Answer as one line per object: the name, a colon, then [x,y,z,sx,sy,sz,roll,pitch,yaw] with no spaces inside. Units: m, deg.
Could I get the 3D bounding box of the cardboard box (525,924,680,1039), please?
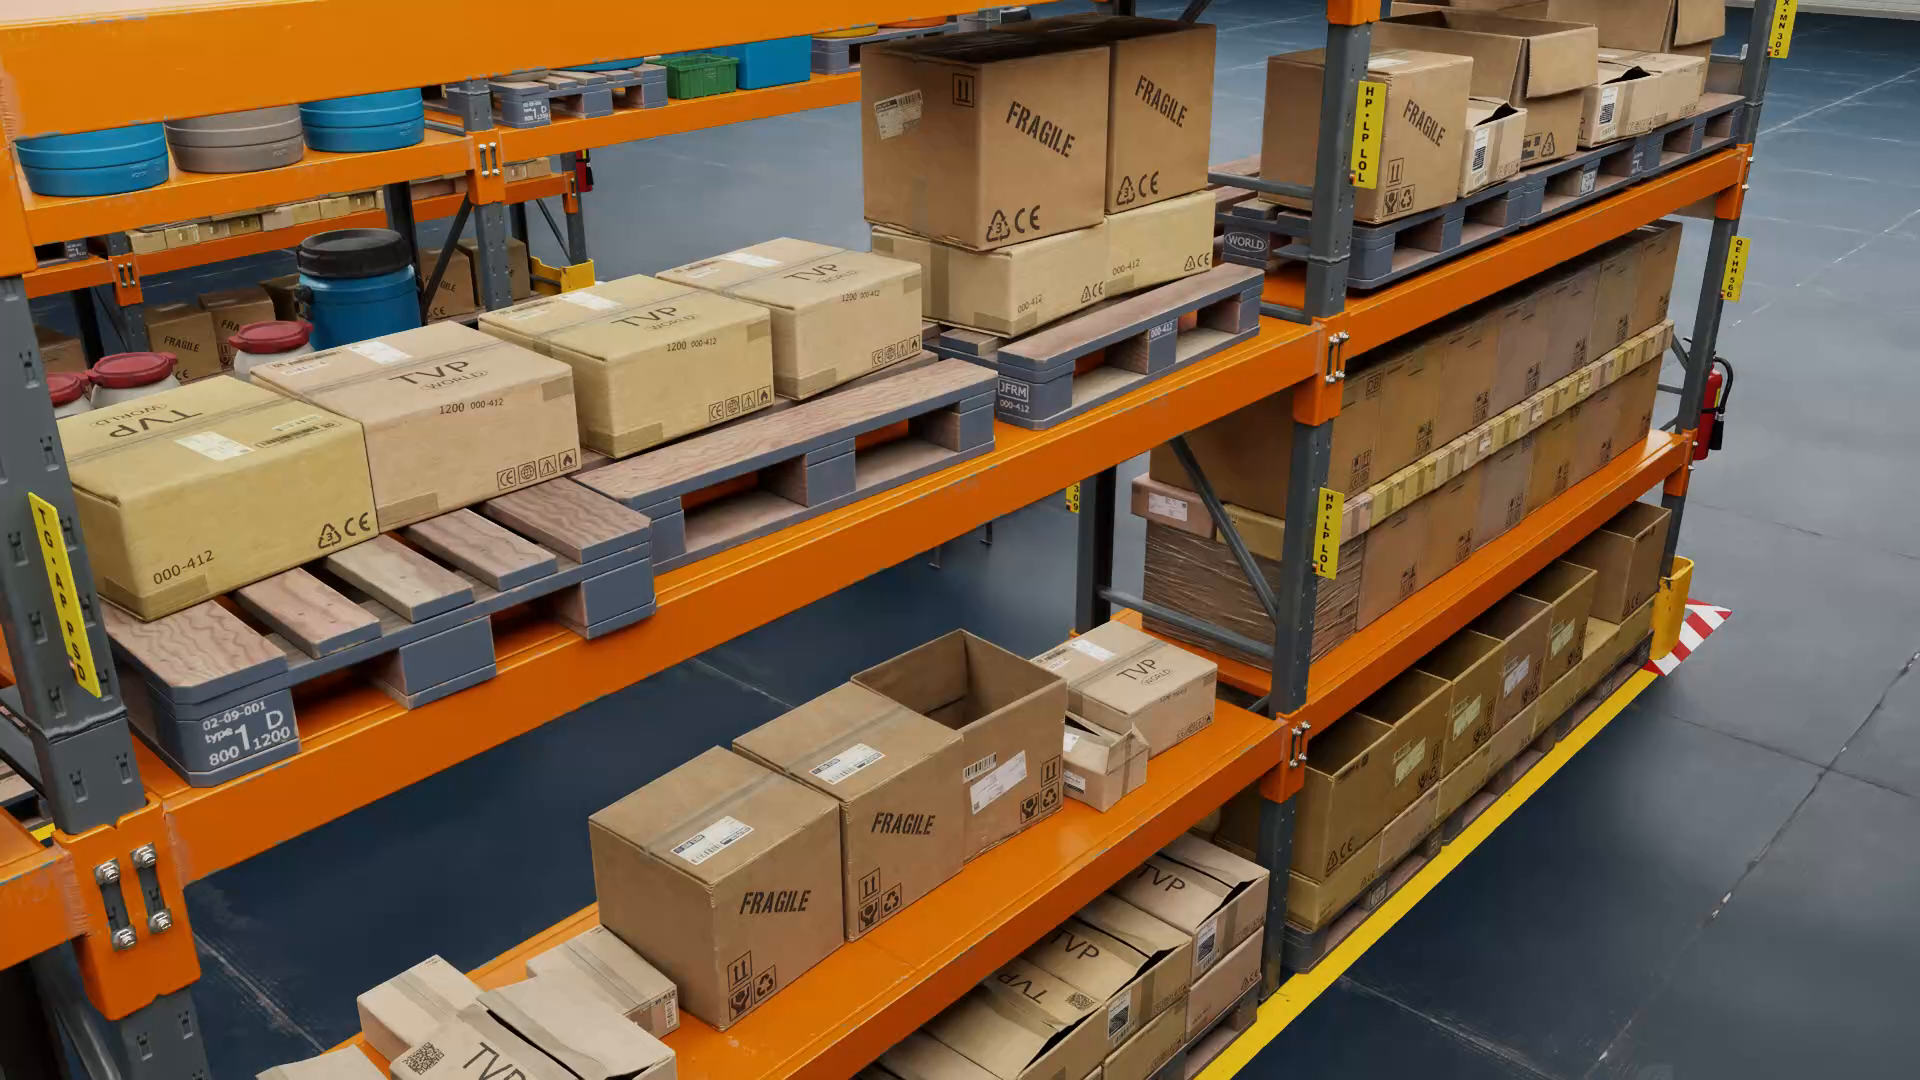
cardboard box: [-0.988,1.255,4.593,0.250,0.149,0.380,-21,32,-39]

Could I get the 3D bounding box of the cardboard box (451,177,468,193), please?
cardboard box: [-4.343,-3.104,14.313,0.380,0.149,0.250,20,31,38]

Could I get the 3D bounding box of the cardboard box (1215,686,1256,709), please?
cardboard box: [1.362,0.696,7.462,0.500,0.500,0.500,20,31,38]

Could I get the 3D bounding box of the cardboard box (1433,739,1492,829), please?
cardboard box: [2.083,1.028,7.639,0.500,0.250,0.500,20,31,38]

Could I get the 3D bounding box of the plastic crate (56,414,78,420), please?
plastic crate: [-4.177,-0.248,7.558,0.402,0.464,0.583,20,31,38]

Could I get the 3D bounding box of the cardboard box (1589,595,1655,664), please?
cardboard box: [3.404,0.414,9.009,0.500,0.250,0.500,20,31,38]

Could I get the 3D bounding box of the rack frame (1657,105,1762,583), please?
rack frame: [3.542,-0.894,9.076,1.000,3.000,0.127,20,31,38]

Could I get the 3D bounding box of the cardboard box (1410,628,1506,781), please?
cardboard box: [2.083,0.686,7.486,0.500,0.500,0.500,20,31,38]

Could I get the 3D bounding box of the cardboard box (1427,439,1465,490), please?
cardboard box: [1.877,-0.357,6.965,0.380,0.149,0.250,19,30,36]

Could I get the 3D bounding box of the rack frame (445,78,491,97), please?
rack frame: [-2.814,-3.766,8.150,1.000,3.000,0.127,20,31,38]

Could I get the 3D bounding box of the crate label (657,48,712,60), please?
crate label: [-1.639,-3.068,10.442,0.502,0.251,0.408,20,31,38]

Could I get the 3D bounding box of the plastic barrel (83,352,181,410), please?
plastic barrel: [-4.105,-0.635,8.335,0.433,0.535,0.433,0,24,0]

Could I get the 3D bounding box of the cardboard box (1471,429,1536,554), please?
cardboard box: [2.190,-0.328,7.693,0.700,0.500,0.500,21,32,39]

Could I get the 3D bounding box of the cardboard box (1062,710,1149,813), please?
cardboard box: [0.423,0.705,5.677,0.396,0.266,0.258,19,31,36]

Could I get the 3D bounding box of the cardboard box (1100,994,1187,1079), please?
cardboard box: [0.473,1.747,6.034,0.500,0.250,0.500,20,31,37]

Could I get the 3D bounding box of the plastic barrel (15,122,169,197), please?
plastic barrel: [-3.864,-2.013,7.295,0.600,0.901,0.708,20,31,38]

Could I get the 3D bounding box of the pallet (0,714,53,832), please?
pallet: [-4.937,1.237,7.733,1.003,0.211,1.213,20,31,38]

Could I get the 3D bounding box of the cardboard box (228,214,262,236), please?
cardboard box: [-5.652,-2.485,12.932,0.380,0.149,0.250,20,31,38]

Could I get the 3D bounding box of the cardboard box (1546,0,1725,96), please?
cardboard box: [3.156,-2.391,7.939,0.637,0.503,0.797,-22,32,-39]

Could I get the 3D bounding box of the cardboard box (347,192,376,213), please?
cardboard box: [-5.010,-2.799,13.633,0.380,0.149,0.250,20,31,38]

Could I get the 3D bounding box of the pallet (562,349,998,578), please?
pallet: [-0.666,-0.311,4.343,1.003,0.211,1.213,22,32,40]

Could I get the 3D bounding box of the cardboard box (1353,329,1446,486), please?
cardboard box: [1.500,-0.604,6.722,0.700,0.500,0.500,20,31,37]

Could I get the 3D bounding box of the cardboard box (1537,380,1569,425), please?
cardboard box: [2.566,-0.672,7.667,0.380,0.149,0.250,21,32,39]

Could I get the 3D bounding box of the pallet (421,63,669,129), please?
pallet: [-2.405,-2.558,9.352,1.213,0.211,1.003,20,31,38]

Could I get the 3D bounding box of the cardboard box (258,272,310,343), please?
cardboard box: [-5.473,-1.930,13.930,0.500,0.500,0.500,17,29,33]

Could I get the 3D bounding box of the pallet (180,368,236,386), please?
pallet: [-6.080,-1.323,13.442,1.003,0.211,1.213,20,31,38]

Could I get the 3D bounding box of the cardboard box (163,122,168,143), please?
cardboard box: [-6.012,-3.086,12.259,0.500,0.500,0.500,20,31,38]

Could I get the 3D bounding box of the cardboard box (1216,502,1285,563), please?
cardboard box: [1.196,-0.045,6.270,0.380,0.149,0.250,20,31,37]

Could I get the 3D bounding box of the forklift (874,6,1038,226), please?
forklift: [-0.092,-2.748,13.296,1.130,2.935,3.031,-20,31,-38]

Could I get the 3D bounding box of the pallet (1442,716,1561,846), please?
pallet: [2.249,0.993,8.277,1.003,0.211,1.213,20,31,38]

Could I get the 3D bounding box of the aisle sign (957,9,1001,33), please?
aisle sign: [0.125,-3.374,11.432,0.394,0.787,0.004,20,31,38]

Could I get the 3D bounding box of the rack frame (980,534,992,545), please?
rack frame: [0.052,-0.982,10.374,0.400,2.100,0.015,20,31,38]

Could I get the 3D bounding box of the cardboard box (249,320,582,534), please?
cardboard box: [-1.200,-0.266,3.681,0.500,0.250,0.500,21,32,39]

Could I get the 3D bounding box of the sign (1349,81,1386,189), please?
sign: [1.283,-1.278,5.251,0.100,0.325,0.005,20,31,38]

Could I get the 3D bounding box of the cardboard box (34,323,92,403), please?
cardboard box: [-6.928,-1.260,12.411,0.700,0.500,0.500,17,29,34]

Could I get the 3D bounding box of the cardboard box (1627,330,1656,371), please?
cardboard box: [3.255,-0.987,8.369,0.380,0.149,0.250,21,32,39]

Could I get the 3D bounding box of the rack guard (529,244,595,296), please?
rack guard: [-3.883,-2.436,15.572,1.175,0.500,0.348,20,31,38]

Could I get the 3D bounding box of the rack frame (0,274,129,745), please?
rack frame: [-1.797,-1.194,2.413,1.000,3.000,0.127,20,31,38]

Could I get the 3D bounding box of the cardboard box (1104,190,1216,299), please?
cardboard box: [0.454,-0.982,5.277,0.500,0.250,0.500,-20,31,-38]

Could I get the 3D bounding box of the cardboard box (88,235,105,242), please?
cardboard box: [-6.577,-2.412,12.770,0.380,0.149,0.250,20,31,38]

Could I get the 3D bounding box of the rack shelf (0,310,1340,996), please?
rack shelf: [-0.462,-0.106,4.533,1.077,0.370,4.000,20,31,38]

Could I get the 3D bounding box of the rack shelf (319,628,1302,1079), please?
rack shelf: [-0.462,1.263,5.147,1.077,0.370,4.000,20,31,38]

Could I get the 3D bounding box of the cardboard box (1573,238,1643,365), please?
cardboard box: [2.839,-1.215,8.085,0.700,0.500,0.500,19,30,36]

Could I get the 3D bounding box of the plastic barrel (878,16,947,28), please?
plastic barrel: [-0.374,-3.821,10.900,0.600,0.830,0.708,20,31,38]

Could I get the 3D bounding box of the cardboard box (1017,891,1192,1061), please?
cardboard box: [0.473,1.494,5.913,0.500,0.311,0.500,21,32,39]

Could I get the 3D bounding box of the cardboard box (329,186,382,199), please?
cardboard box: [-5.173,-3.146,13.615,0.875,0.500,0.500,20,31,38]

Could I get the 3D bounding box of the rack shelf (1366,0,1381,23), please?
rack shelf: [2.207,-2.511,6.719,1.077,0.370,4.000,20,31,38]

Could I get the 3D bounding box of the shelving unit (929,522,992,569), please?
shelving unit: [-0.110,-0.908,10.208,0.431,2.100,0.503,20,31,38]

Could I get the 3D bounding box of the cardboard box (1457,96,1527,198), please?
cardboard box: [1.766,-1.504,6.197,0.500,0.311,0.500,18,30,35]
